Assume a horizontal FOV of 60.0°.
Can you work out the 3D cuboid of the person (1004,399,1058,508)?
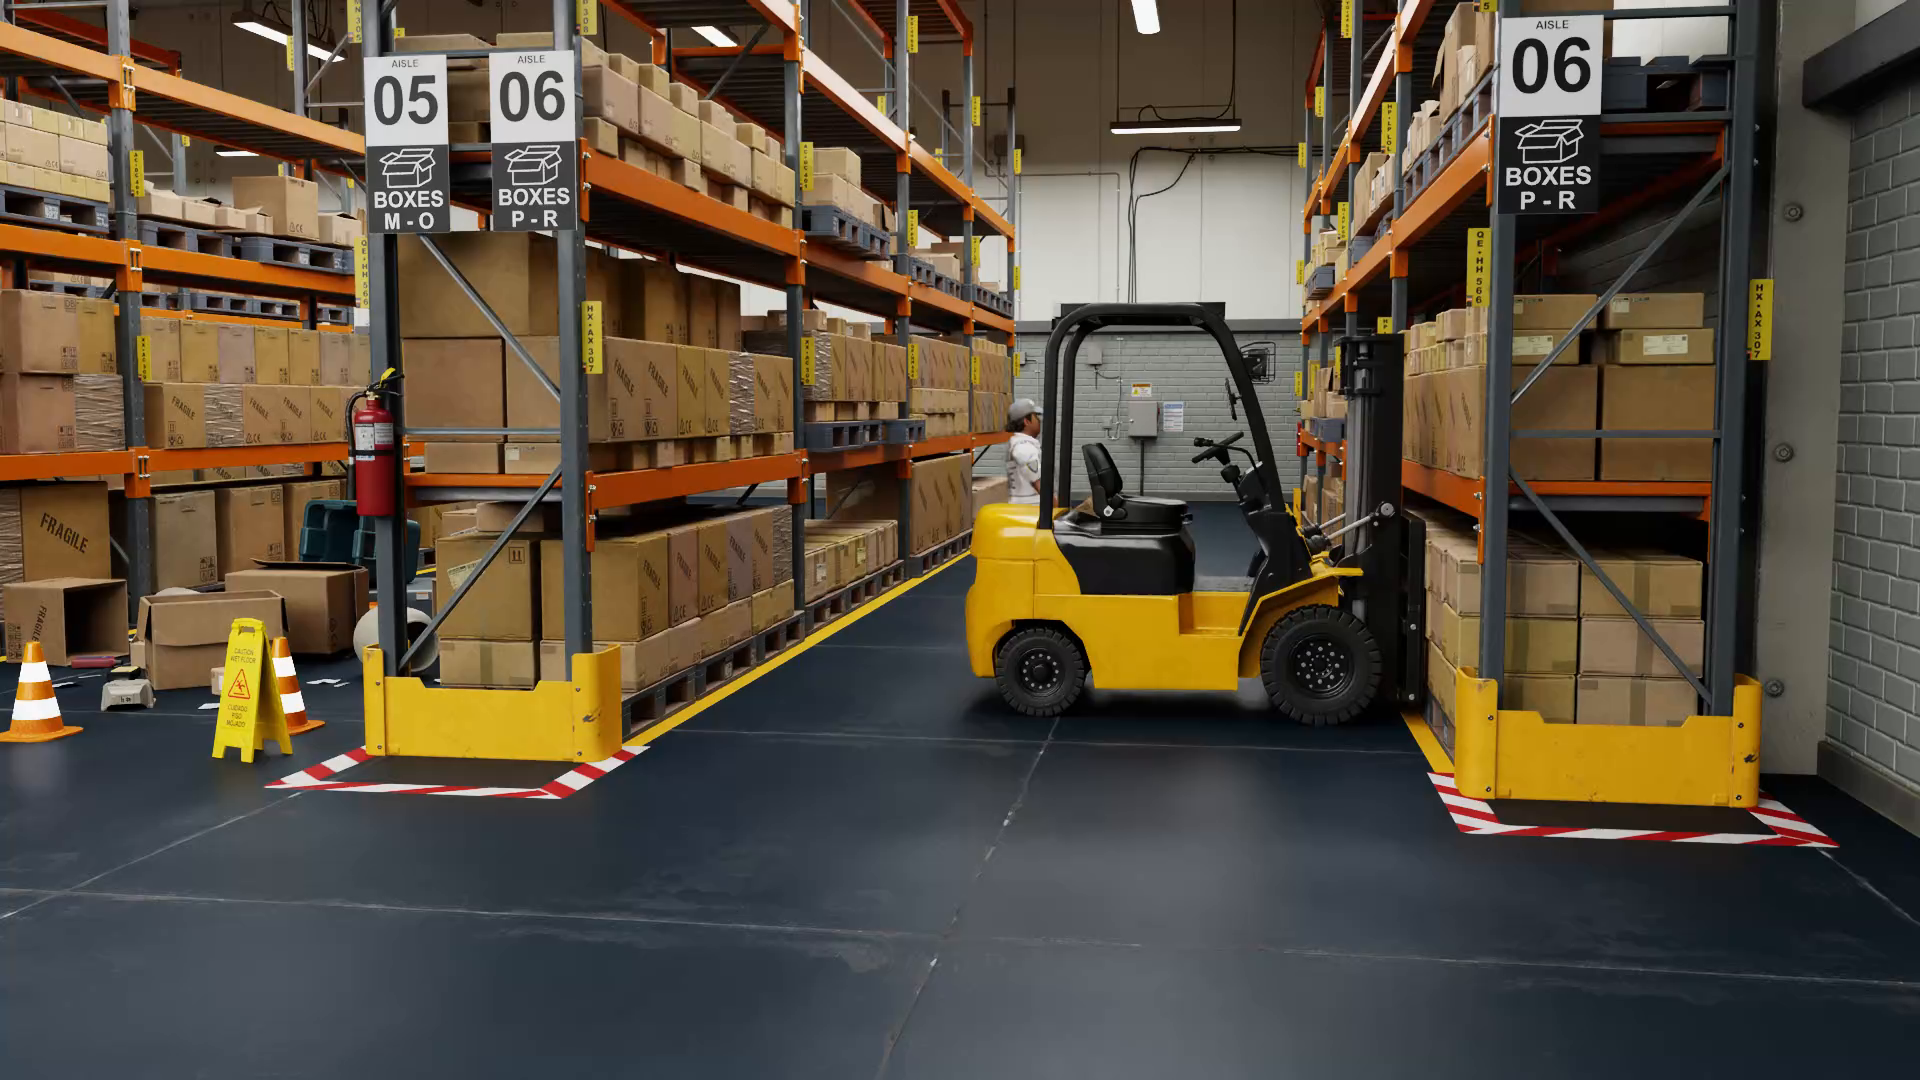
[{"bbox_3d":[0.513,-0.078,10.808,0.469,1.672,0.541,-1,5,-7],"label":"person"}]
